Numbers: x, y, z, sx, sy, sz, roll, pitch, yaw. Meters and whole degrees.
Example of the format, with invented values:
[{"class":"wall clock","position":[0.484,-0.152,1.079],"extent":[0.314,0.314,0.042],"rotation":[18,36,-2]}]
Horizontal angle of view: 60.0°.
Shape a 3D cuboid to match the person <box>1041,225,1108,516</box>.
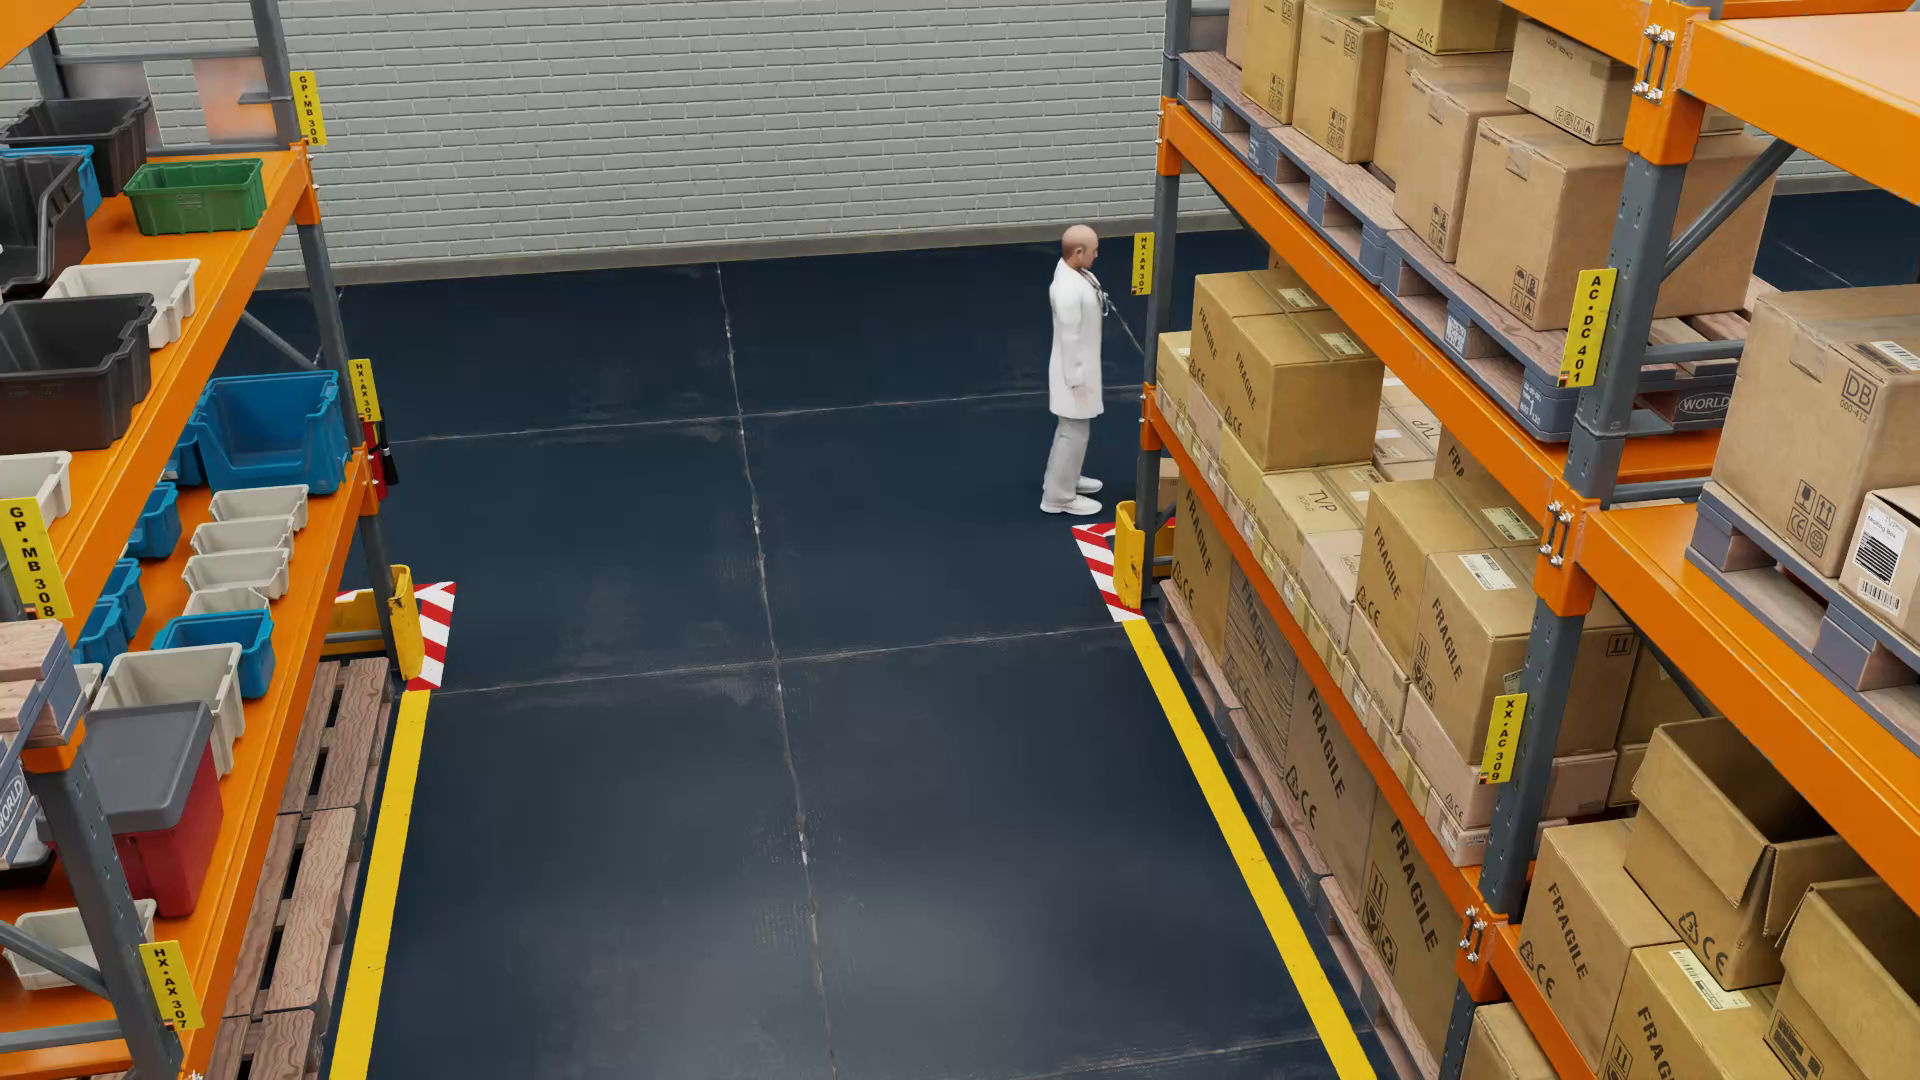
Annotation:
[{"class":"person","position":[0.696,-1.022,9.915],"extent":[0.379,1.774,0.562],"rotation":[2,30,4]}]
